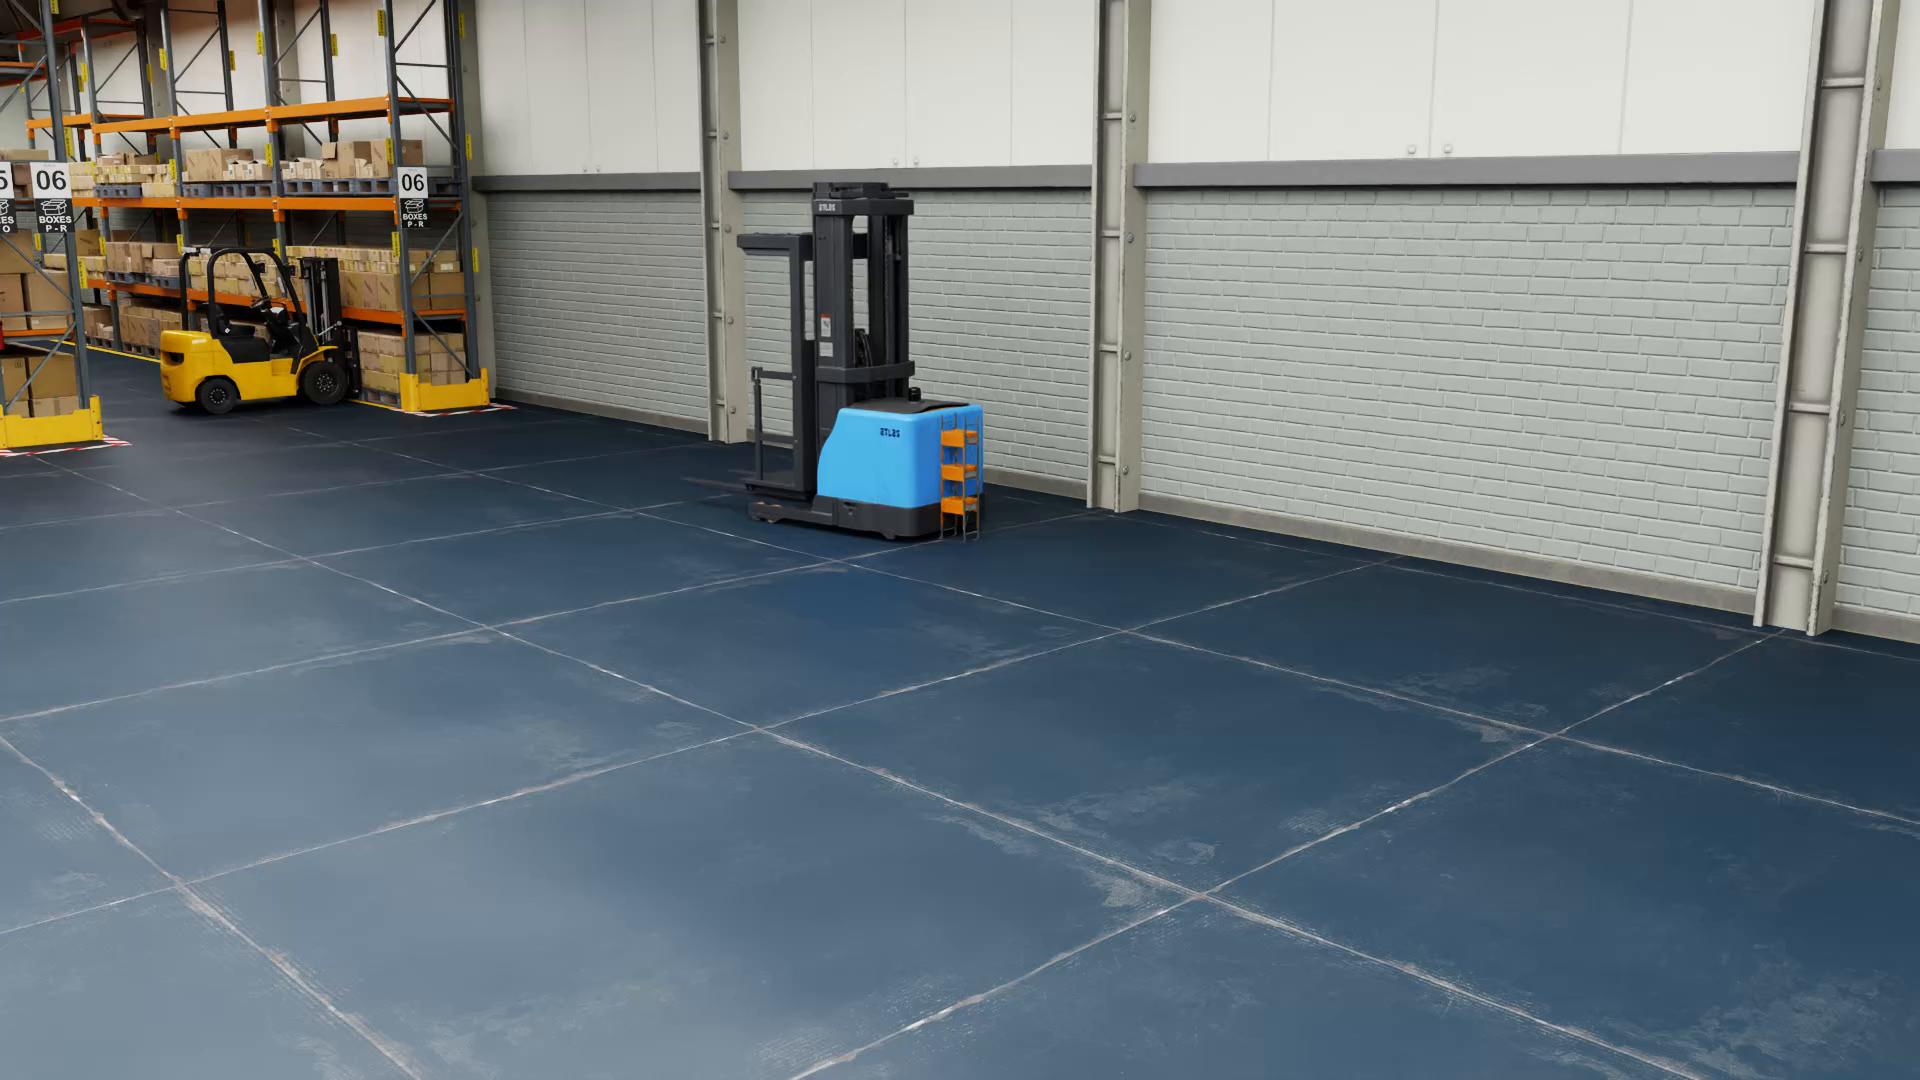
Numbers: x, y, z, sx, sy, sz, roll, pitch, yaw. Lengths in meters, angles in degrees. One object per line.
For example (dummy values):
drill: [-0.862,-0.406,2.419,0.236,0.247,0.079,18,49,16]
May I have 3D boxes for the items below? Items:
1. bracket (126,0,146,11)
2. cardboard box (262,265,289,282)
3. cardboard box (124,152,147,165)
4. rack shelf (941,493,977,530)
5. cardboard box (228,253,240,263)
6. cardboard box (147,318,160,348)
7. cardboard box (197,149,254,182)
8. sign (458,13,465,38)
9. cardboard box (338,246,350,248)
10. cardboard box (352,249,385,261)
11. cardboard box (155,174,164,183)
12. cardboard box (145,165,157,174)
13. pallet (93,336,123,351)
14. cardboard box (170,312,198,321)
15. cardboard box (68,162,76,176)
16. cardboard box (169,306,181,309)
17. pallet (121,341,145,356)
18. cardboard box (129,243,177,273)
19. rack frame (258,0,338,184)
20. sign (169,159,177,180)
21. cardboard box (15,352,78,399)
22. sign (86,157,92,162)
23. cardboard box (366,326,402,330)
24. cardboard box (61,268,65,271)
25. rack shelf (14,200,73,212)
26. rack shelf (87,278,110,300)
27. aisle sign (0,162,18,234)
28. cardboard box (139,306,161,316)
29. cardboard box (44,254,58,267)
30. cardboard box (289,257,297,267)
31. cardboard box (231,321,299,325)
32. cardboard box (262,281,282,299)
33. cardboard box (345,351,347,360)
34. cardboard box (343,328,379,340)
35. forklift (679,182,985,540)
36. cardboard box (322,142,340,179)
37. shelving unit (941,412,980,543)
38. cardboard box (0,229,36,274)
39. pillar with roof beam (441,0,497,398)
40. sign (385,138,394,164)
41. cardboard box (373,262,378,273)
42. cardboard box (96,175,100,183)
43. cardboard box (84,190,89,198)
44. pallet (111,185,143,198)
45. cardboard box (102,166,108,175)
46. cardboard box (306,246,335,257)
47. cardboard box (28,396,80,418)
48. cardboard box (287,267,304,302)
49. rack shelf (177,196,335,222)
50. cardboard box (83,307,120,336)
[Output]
bracket: [-15.127,-9.861,30.554,0.235,0.232,0.430,-11,16,-43]
cardboard box: [-10.328,-4.082,25.426,0.500,0.250,0.500,-11,16,-44]
cardboard box: [-15.067,-6.957,30.381,0.396,0.266,0.258,-11,16,-43]
rack shelf: [0.000,-0.237,13.887,0.240,0.259,0.215,9,15,38]
cardboard box: [-11.343,-4.471,26.323,0.250,0.149,0.380,11,16,44]
cardboard box: [-14.087,-3.696,29.570,0.500,0.500,0.500,11,16,43]
cardboard box: [-11.821,-6.032,26.787,0.700,0.500,0.500,-11,16,-44]
sign: [-6.636,-6.841,22.108,0.100,0.325,0.005,-11,16,-43]
cardboard box: [-9.029,-4.304,24.775,0.380,0.149,0.250,-11,16,-43]
cardboard box: [-8.212,-3.962,23.115,0.380,0.149,0.250,-10,16,-41]
cardboard box: [-13.516,-6.181,28.427,0.380,0.149,0.250,-11,16,-43]
cardboard box: [-13.737,-6.357,28.548,0.380,0.149,0.250,-11,16,-44]
pallet: [-15.802,-3.777,31.722,1.003,0.211,1.213,-11,16,-43]
cardboard box: [-13.451,-3.875,28.832,0.250,0.149,0.380,11,16,43]
cardboard box: [-16.552,-7.017,31.498,0.500,0.250,0.500,-11,16,-42]
cardboard box: [-14.159,-4.175,30.288,0.380,0.149,0.250,-10,16,-41]
pallet: [-14.739,-3.563,30.684,1.003,0.211,1.213,-11,16,-43]
cardboard box: [-14.256,-5.005,29.484,0.700,0.500,0.500,-11,16,-43]
rack frame: [-9.804,-6.813,24.681,1.000,3.000,0.127,-11,16,-43]
sign: [-12.960,-6.106,27.400,0.100,0.325,0.005,-11,16,-43]
cardboard box: [-11.003,-1.985,20.027,0.500,0.500,0.500,11,16,43]
sign: [-17.675,-7.604,33.756,0.100,0.325,0.005,-11,16,-43]
cardboard box: [-8.270,-2.959,24.136,0.500,0.250,0.500,-11,16,-44]
cardboard box: [-17.516,-5.308,32.862,0.380,0.149,0.250,-10,15,-41]
rack shelf: [-12.010,-4.008,20.280,1.077,0.370,4.000,-11,16,-43]
rack shelf: [-16.709,-4.982,32.443,1.077,0.370,4.000,-11,16,-43]
aisle sign: [-10.796,-3.823,18.591,0.394,0.787,0.004,-11,16,-43]
cardboard box: [-14.641,-4.149,30.161,0.380,0.149,0.250,-11,16,-44]
cardboard box: [-17.972,-5.595,33.268,0.500,0.250,0.500,-11,16,-42]
cardboard box: [-9.774,-4.159,24.807,0.380,0.149,0.250,-11,16,-43]
cardboard box: [-11.223,-3.216,26.932,0.625,0.625,0.875,11,16,43]
cardboard box: [-10.341,-3.839,25.482,0.500,0.250,0.500,-10,16,-41]
cardboard box: [-8.657,-2.643,23.842,0.500,0.250,0.500,-11,16,-43]
cardboard box: [-8.642,-2.885,23.775,0.500,0.250,0.500,-11,16,-44]
forklift: [-1.253,-1.657,14.688,3.031,2.935,1.130,9,15,38]
cardboard box: [-8.535,-5.350,23.470,0.797,0.503,0.637,-10,15,-41]
shelving unit: [0.001,-0.520,13.830,0.252,1.050,0.215,9,15,38]
cardboard box: [-11.139,-3.328,19.166,0.500,0.500,0.700,11,16,44]
pillar with roof beam: [-9.984,-5.857,20.039,9.100,9.000,0.400,-11,16,-43]
sign: [-7.443,-5.082,21.712,0.100,0.325,0.005,-11,16,-43]
cardboard box: [-7.816,-3.749,22.820,0.380,0.149,0.250,-11,16,-42]
cardboard box: [-15.410,-6.544,30.143,0.380,0.149,0.250,-11,16,-42]
cardboard box: [-16.136,-6.477,31.103,0.380,0.149,0.250,-10,15,-41]
pallet: [-14.210,-6.164,29.428,1.213,0.211,1.003,-11,16,-43]
cardboard box: [-15.204,-6.655,29.945,0.380,0.149,0.250,-11,16,-42]
cardboard box: [-9.370,-4.238,24.456,0.380,0.149,0.250,-11,16,-44]
cardboard box: [-10.986,-1.614,20.087,0.500,0.250,0.500,-11,16,-43]
cardboard box: [-9.686,-3.823,24.785,0.500,0.500,0.500,11,16,44]
rack shelf: [-11.185,-5.284,26.473,1.077,0.370,4.000,-11,16,-43]
cardboard box: [-16.458,-4.224,32.132,0.500,0.500,0.700,11,16,43]
